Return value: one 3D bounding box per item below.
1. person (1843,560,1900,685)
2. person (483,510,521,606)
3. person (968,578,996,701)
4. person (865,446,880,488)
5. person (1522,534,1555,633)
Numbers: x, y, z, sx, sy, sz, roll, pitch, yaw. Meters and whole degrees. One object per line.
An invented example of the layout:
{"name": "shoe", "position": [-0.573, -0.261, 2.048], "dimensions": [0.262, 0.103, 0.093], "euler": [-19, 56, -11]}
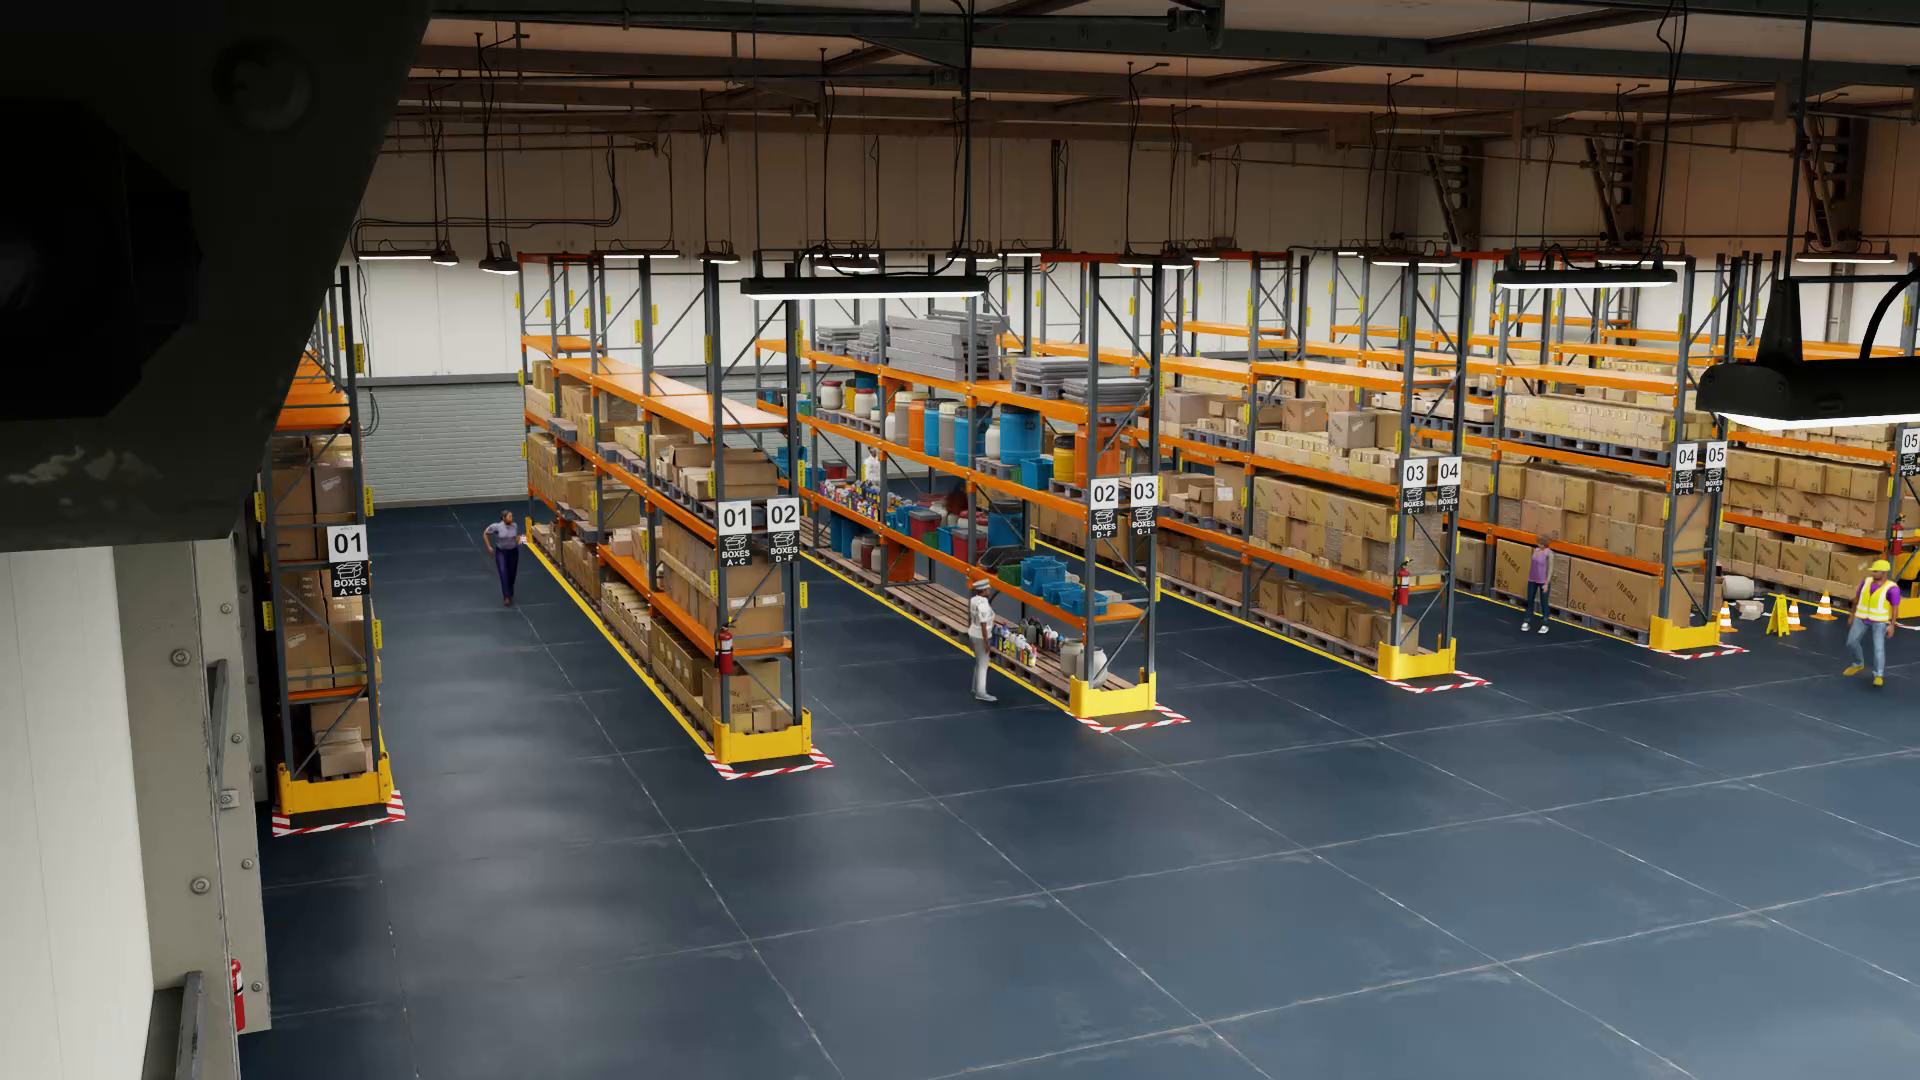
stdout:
{"name": "person", "position": [13.045, 1.151, 23.788], "dimensions": [0.656, 1.767, 0.494], "euler": [10, 14, 43]}
{"name": "person", "position": [-7.939, 0.263, 28.941], "dimensions": [0.646, 1.602, 1.007], "euler": [-4, 11, -21]}
{"name": "person", "position": [0.298, 1.403, 22.950], "dimensions": [0.351, 1.763, 0.523], "euler": [-2, 11, -11]}
{"name": "person", "position": [-1.926, -1.290, 37.595], "dimensions": [0.372, 1.736, 0.544], "euler": [5, 12, 26]}
{"name": "person", "position": [9.330, 0.689, 26.799], "dimensions": [0.372, 1.596, 0.454], "euler": [-9, 14, -40]}
